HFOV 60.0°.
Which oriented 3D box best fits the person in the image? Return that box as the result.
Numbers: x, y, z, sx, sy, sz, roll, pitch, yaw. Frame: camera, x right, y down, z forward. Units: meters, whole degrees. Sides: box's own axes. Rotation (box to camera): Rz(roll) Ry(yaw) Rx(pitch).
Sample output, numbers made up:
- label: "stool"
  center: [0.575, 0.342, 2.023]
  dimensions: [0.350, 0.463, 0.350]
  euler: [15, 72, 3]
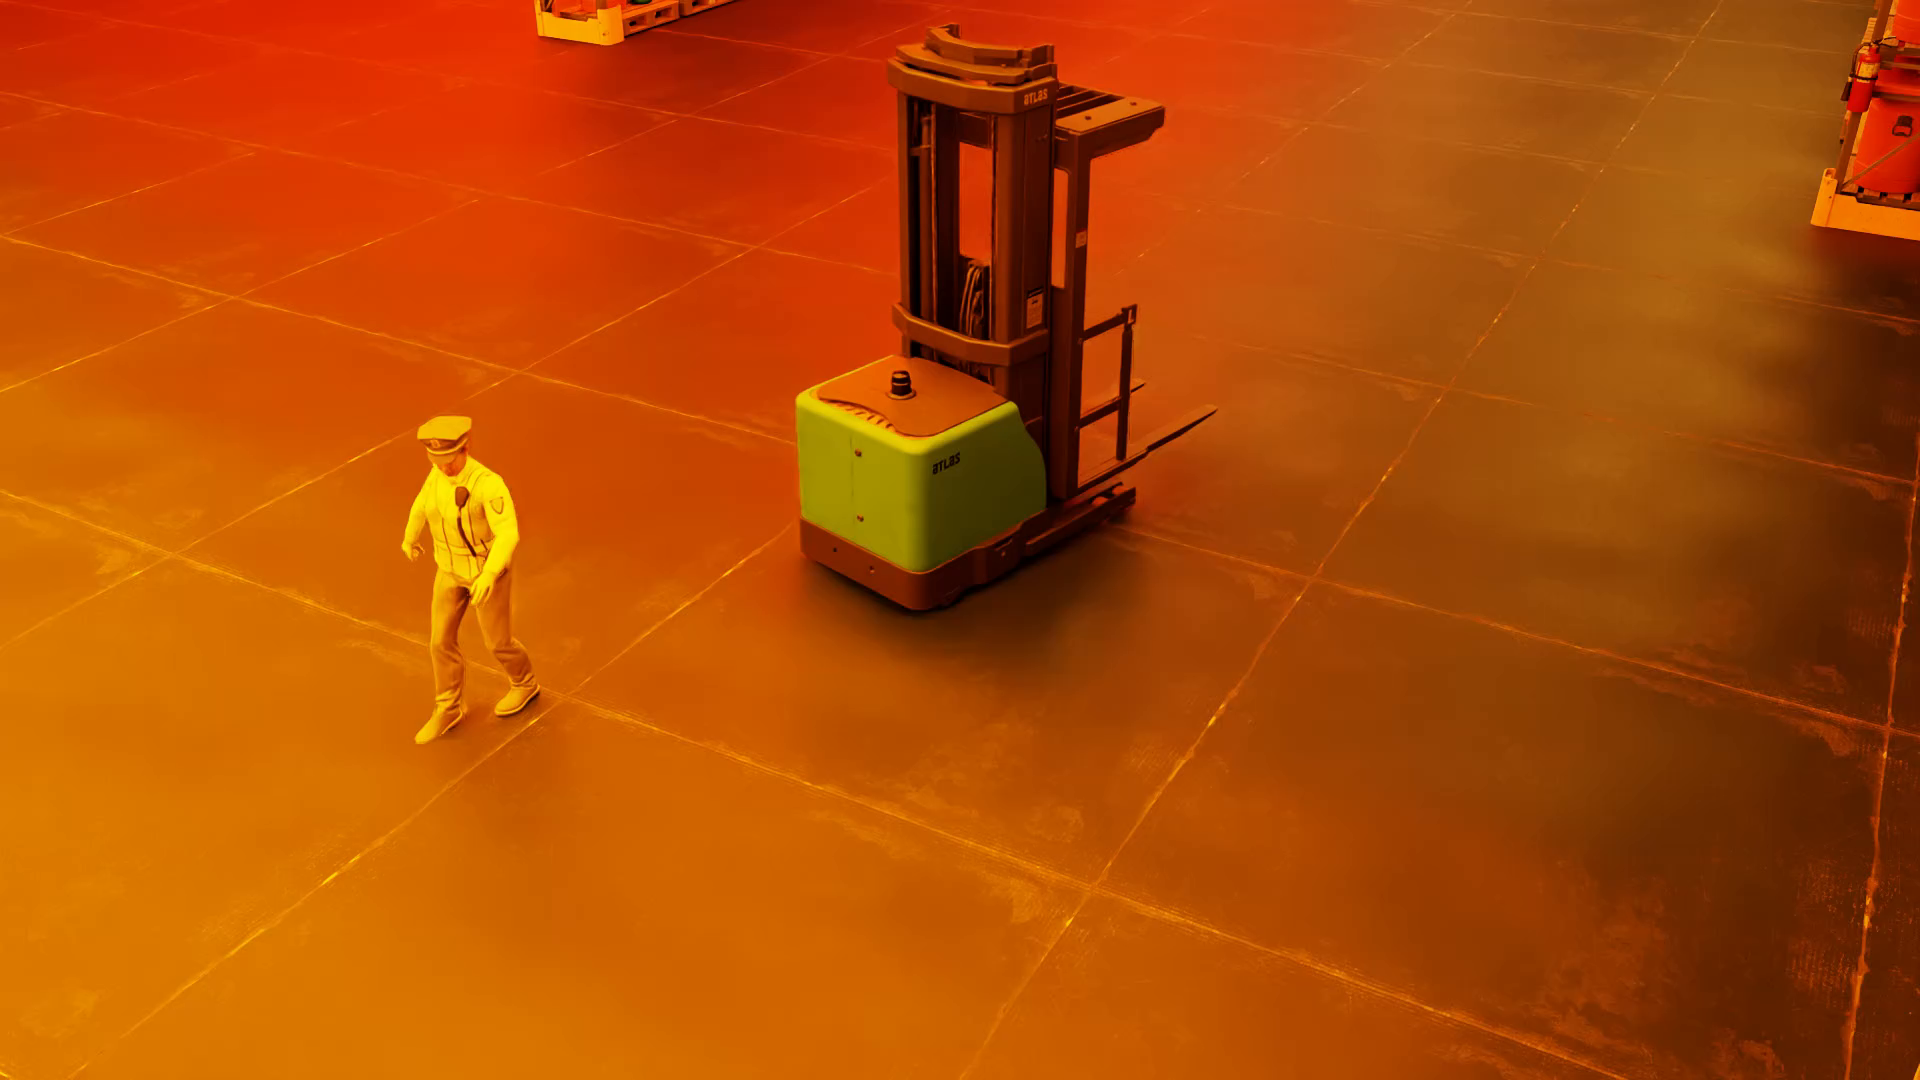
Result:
- label: "person"
  center: [-2.448, 0.204, 8.049]
  dimensions: [0.919, 1.672, 0.652]
  euler: [16, 34, 26]

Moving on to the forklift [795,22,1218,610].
- label: "forklift"
  center: [0.440, -1.525, 9.712]
  dimensions: [1.130, 2.935, 3.031]
  euler: [25, 38, 37]
